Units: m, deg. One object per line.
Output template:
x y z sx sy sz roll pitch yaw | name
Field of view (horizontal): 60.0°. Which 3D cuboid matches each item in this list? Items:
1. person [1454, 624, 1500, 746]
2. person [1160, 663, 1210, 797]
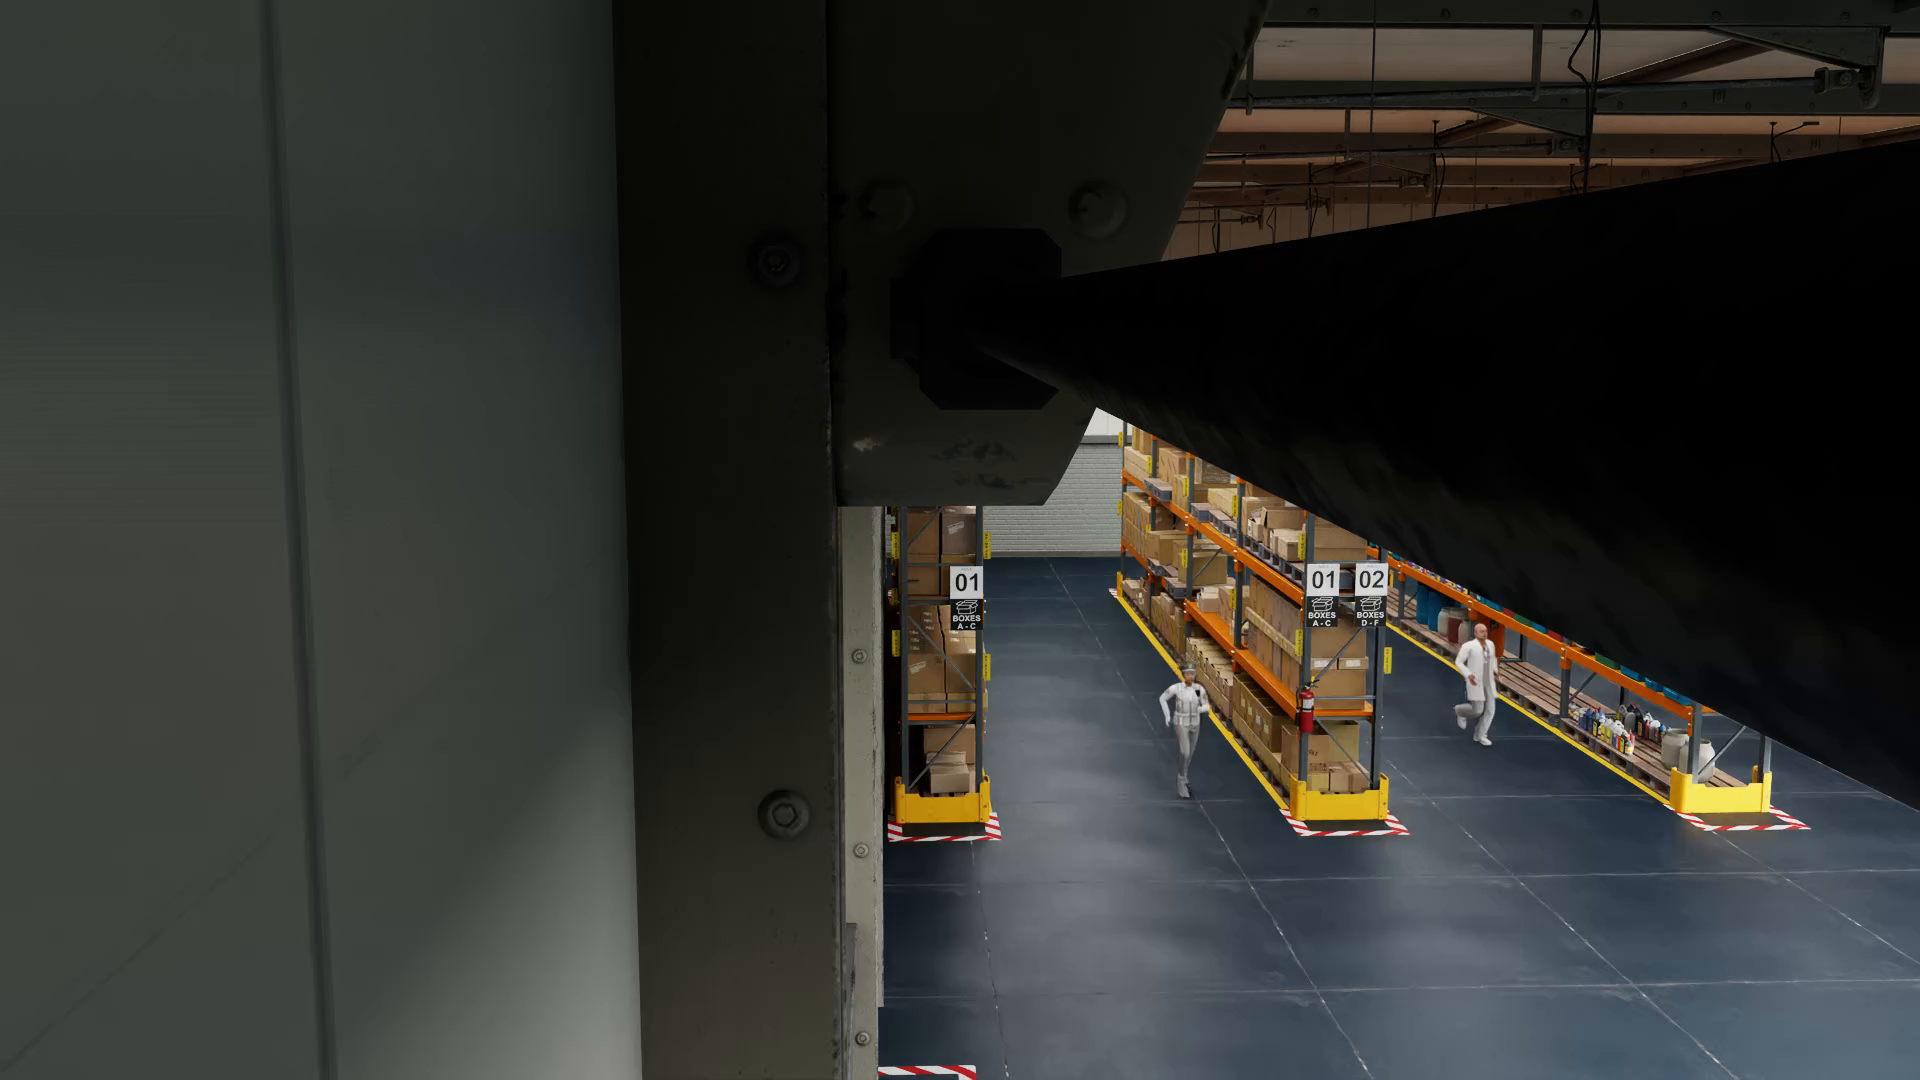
7.559 2.079 24.260 0.711 1.743 0.756 -2 8 -17 | person
2.962 2.458 21.715 0.576 1.749 0.710 -2 8 -15 | person
